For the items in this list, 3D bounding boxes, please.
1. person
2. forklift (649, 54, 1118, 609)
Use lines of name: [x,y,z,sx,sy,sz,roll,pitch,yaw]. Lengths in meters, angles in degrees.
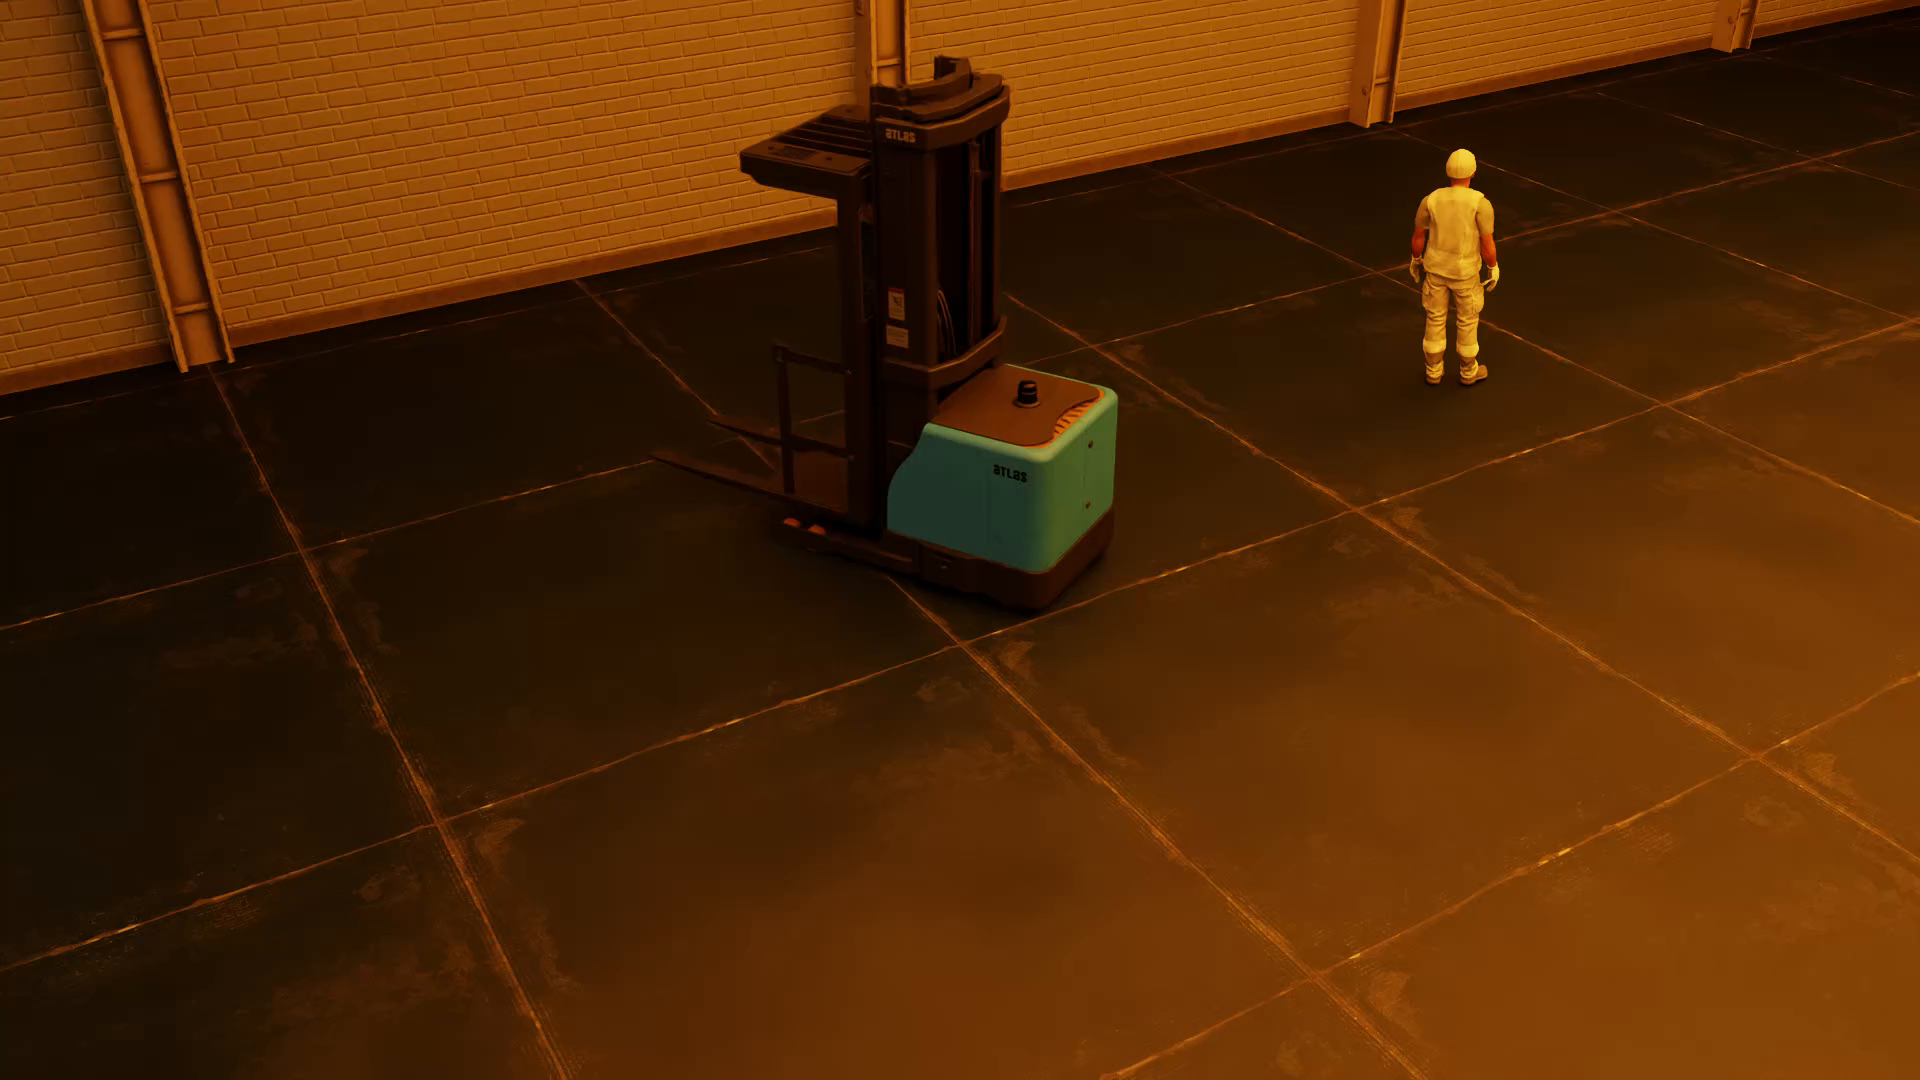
person: [3.601,-1.984,12.058,0.637,1.788,0.564,18,35,27]
forklift: [-0.579,-1.396,9.979,3.031,2.935,1.130,16,35,25]
